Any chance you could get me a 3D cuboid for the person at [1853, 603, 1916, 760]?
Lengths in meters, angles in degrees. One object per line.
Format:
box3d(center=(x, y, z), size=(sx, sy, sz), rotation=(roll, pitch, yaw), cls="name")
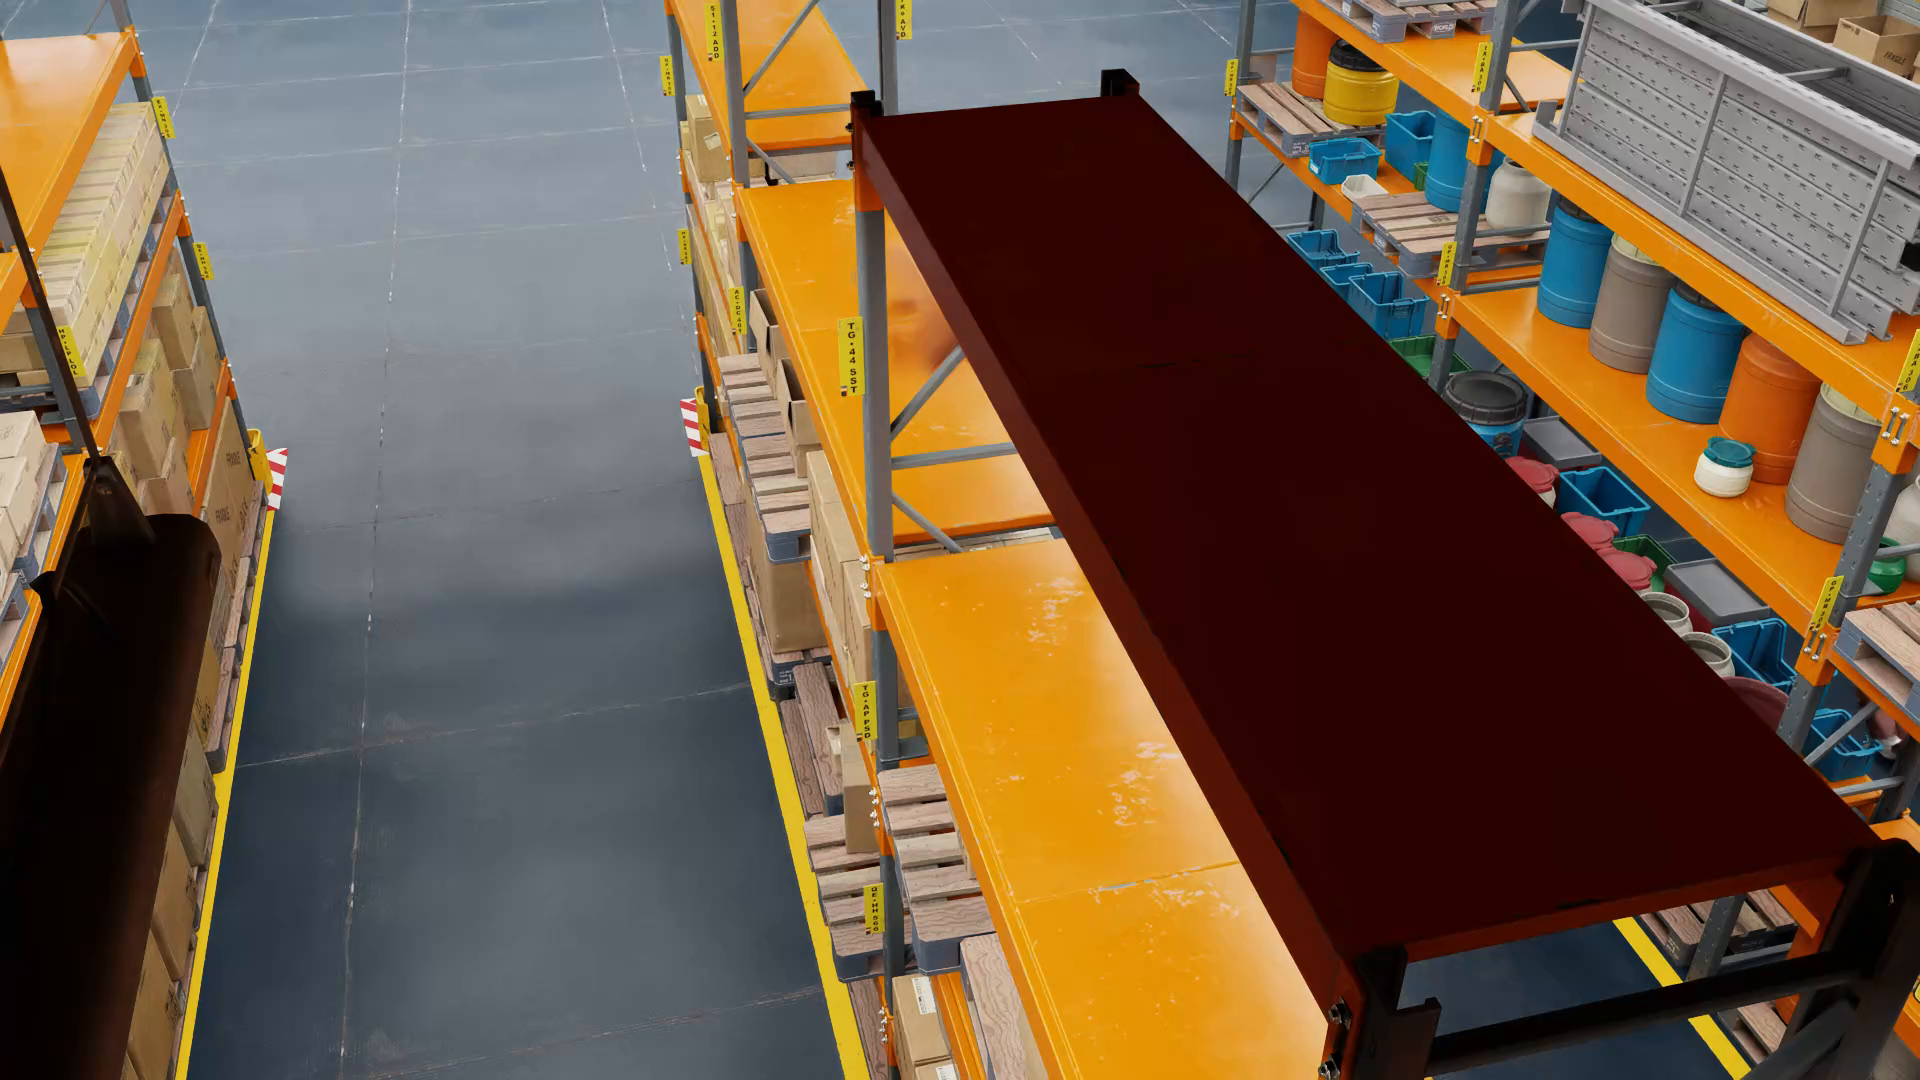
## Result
box3d(center=(6.536, 0.817, 11.433), size=(0.562, 1.656, 0.595), rotation=(-15, 37, -21), cls="person")
